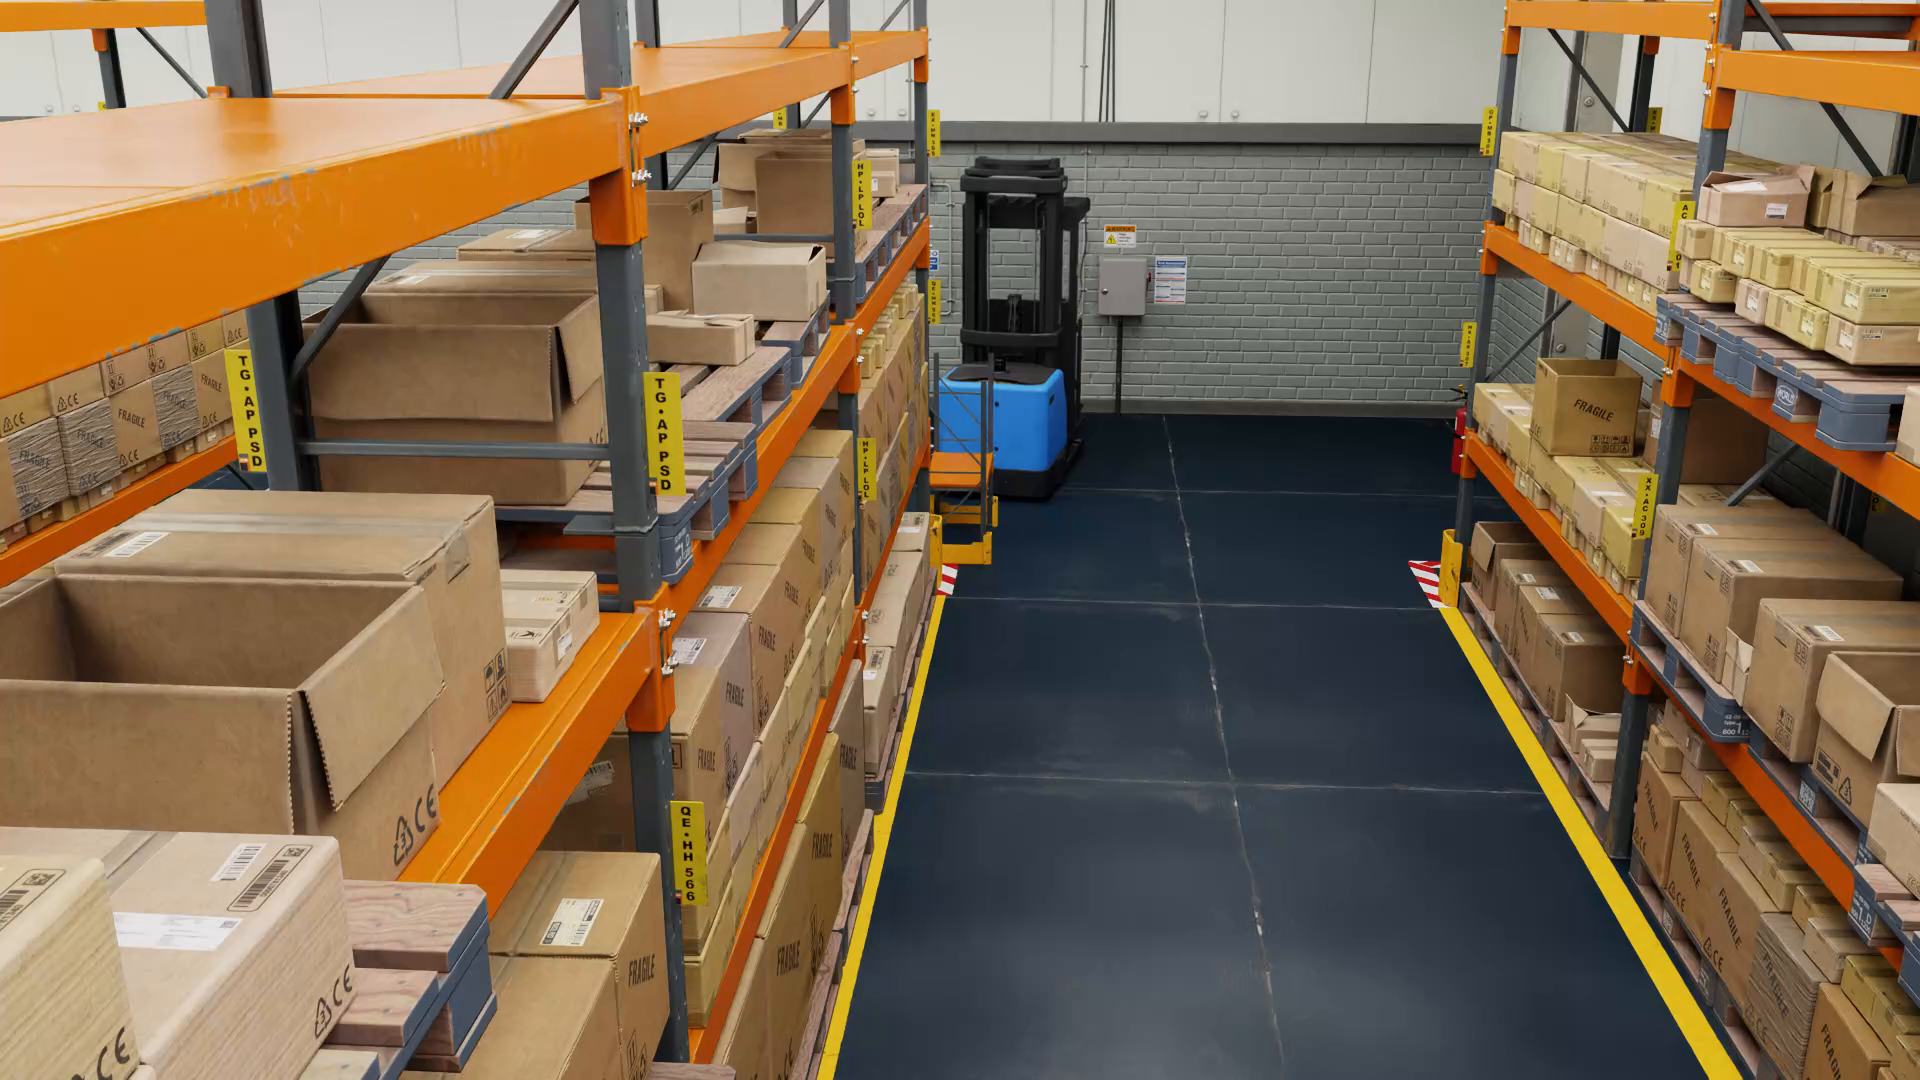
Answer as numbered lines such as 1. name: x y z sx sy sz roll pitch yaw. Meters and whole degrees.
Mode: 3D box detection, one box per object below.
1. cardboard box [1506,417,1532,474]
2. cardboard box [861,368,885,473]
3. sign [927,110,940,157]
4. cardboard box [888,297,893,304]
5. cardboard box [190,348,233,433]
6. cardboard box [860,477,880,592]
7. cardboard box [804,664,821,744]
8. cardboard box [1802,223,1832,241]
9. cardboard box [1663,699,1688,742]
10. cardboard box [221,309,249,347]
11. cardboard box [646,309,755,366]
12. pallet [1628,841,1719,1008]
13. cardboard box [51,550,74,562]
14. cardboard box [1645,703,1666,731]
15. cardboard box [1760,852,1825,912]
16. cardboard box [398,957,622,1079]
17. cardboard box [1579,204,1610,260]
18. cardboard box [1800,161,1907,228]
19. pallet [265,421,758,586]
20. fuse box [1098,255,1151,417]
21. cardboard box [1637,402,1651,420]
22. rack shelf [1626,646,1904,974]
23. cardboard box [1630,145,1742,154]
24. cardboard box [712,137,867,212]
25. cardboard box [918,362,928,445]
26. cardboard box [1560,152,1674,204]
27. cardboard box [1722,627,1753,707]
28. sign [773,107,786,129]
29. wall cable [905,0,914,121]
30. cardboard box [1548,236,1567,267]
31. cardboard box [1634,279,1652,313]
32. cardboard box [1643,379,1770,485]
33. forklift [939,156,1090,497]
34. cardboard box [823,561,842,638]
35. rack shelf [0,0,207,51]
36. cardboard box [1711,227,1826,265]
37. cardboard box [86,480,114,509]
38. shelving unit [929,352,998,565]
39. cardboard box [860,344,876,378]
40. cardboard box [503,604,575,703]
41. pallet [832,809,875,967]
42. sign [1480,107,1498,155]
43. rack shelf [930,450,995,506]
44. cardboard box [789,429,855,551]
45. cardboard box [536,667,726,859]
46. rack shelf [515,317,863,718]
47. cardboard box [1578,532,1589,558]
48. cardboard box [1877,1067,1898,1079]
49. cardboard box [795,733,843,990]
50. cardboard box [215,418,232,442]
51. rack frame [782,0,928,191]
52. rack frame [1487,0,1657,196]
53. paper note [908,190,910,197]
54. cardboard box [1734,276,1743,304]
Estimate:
1. cardboard box: 3.849 -0.609 10.728 0.500 0.250 0.500 1 18 3
2. cardboard box: -0.701 -0.677 9.407 0.500 0.500 0.500 1 18 3
3. sign: -0.192 -2.890 11.813 0.100 0.325 0.005 1 18 4
4. cardboard box: -0.635 -1.494 10.858 0.380 0.149 0.250 1 18 3
5. cardboard box: -5.494 -1.061 11.704 0.500 0.500 0.500 1 18 3
6. cardboard box: -0.724 -0.043 9.076 0.500 0.500 0.500 2 18 6
7. cardboard box: -0.892 0.675 7.286 0.500 0.250 0.500 1 18 2
8. cardboard box: 4.027 -1.345 7.483 0.380 0.149 0.250 1 18 3
9. cardboard box: 3.702 0.900 8.181 0.380 0.149 0.250 1 18 3
10. cardboard box: -5.461 -1.693 12.029 0.500 0.500 0.500 1 18 3
11. cardboard box: -1.005 -0.779 6.366 0.380 0.166 0.250 3 18 9
12. pallet: 3.912 1.833 7.991 1.003 0.211 1.213 1 18 4
13. cardboard box: -6.063 0.179 11.507 0.380 0.149 0.250 2 18 6
14. cardboard box: 4.246 1.075 9.730 0.380 0.149 0.250 1 18 3
15. cardboard box: 3.610 1.447 6.989 0.380 0.149 0.250 2 18 6
16. cardboard box: -1.087 1.307 3.806 0.500 0.500 0.500 1 18 3
17. cardboard box: 3.792 -1.717 9.293 0.500 0.250 0.500 2 18 5
18. cardboard box: 3.979 -1.541 7.416 0.396 0.266 0.258 1 18 3
19. pallet: -1.312 -0.150 5.050 1.213 0.211 1.003 2 18 6
20. fuse box: 1.734 -2.145 17.722 0.539 1.711 0.414 1 18 4
21. cardboard box: 4.413 -0.749 11.156 0.500 0.250 0.500 1 18 4
22. rack shelf: 3.789 1.217 6.546 1.077 0.370 4.000 1 18 4
23. cardboard box: 4.401 -2.255 10.131 0.500 0.250 0.500 1 18 4
24. cardboard box: -0.954 -1.997 9.381 0.797 0.503 0.637 3 18 8
25. cardboard box: -0.503 -0.990 11.965 0.500 0.500 0.500 1 18 4
26. cardboard box: 3.833 -2.117 9.708 0.500 0.250 0.500 2 18 5
27. cardboard box: 3.450 0.541 6.995 0.396 0.266 0.258 2 18 7
28. sign: -1.285 -2.990 11.884 0.100 0.325 0.005 1 18 4
29. wall cable: -0.605 -5.722 16.933 0.463 3.000 0.029 1 18 4
30. cardboard box: 3.757 -1.726 9.961 0.380 0.149 0.250 1 18 4
31. cardboard box: 3.684 -1.246 8.495 0.380 0.149 0.250 1 18 4
32. cardboard box: 4.304 -0.629 9.584 0.500 0.500 0.500 1 18 2
33. forklift: 0.618 -2.194 15.913 1.130 2.935 3.031 4 19 13
34. cardboard box: -0.836 0.276 7.702 0.500 0.250 0.500 2 18 5
35. rack shelf: -5.820 -3.063 9.980 1.077 0.370 4.000 1 18 4
36. cardboard box: 3.525 -1.273 7.264 0.380 0.149 0.250 2 18 5
37. cardboard box: -5.571 -0.306 10.443 0.380 0.149 0.250 2 18 6
38. shelving unit: -0.005 -0.689 13.617 0.587 1.500 1.083 1 18 4
39. cardboard box: -0.680 -1.015 9.395 0.380 0.149 0.250 1 18 4
40. cardboard box: -1.129 0.261 3.896 0.380 0.149 0.250 1 18 4
41. pallet: -0.999 1.711 8.362 1.003 0.211 1.213 1 18 4
42. sign: 3.678 -2.841 11.555 0.100 0.325 0.005 1 18 4
43. rack shelf: -0.006 -0.515 13.665 0.538 0.185 1.000 1 18 4
44. cardboard box: -0.801 -0.234 8.053 0.500 0.500 0.500 2 18 6
45. cardboard box: -1.026 0.716 5.153 0.500 0.500 0.500 1 18 2
46. rack shelf: -1.162 -0.318 6.414 1.077 0.370 4.000 1 18 4
47. cardboard box: 3.741 0.025 9.432 0.380 0.149 0.250 2 18 5
48. cardboard box: 3.508 2.193 5.752 0.500 0.500 0.500 1 18 3
49. cardboard box: -1.041 1.430 7.480 0.875 0.875 0.875 2 18 6
50. cardboard box: -5.476 -0.795 11.937 0.380 0.149 0.250 1 18 3
51. rack frame: -0.732 -3.949 11.522 1.000 3.000 0.127 1 18 4
52. rack frame: 4.219 -3.839 11.187 1.000 3.000 0.127 1 18 4
53. paper note: -0.302 -2.059 9.892 0.006 0.032 0.123 1 18 4
54. cardboard box: 3.541 -1.055 7.075 0.380 0.149 0.250 1 18 4
